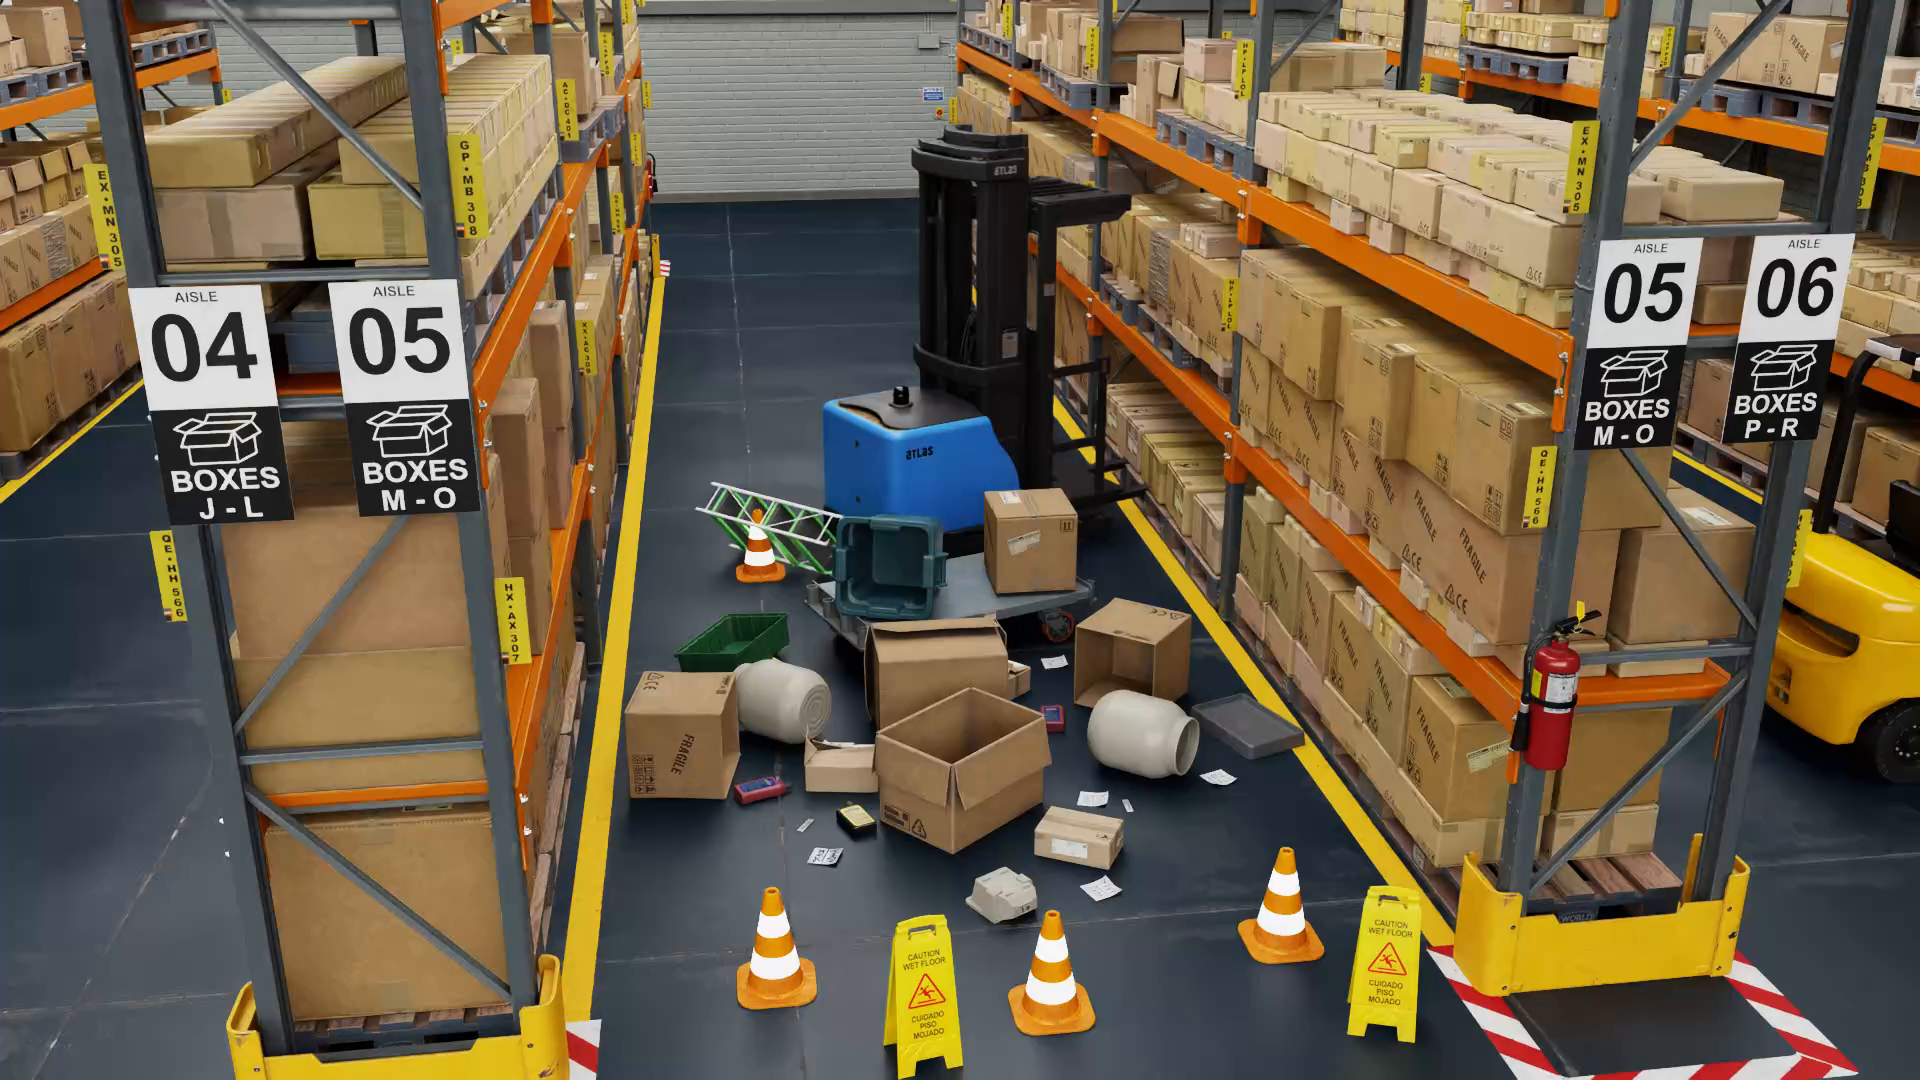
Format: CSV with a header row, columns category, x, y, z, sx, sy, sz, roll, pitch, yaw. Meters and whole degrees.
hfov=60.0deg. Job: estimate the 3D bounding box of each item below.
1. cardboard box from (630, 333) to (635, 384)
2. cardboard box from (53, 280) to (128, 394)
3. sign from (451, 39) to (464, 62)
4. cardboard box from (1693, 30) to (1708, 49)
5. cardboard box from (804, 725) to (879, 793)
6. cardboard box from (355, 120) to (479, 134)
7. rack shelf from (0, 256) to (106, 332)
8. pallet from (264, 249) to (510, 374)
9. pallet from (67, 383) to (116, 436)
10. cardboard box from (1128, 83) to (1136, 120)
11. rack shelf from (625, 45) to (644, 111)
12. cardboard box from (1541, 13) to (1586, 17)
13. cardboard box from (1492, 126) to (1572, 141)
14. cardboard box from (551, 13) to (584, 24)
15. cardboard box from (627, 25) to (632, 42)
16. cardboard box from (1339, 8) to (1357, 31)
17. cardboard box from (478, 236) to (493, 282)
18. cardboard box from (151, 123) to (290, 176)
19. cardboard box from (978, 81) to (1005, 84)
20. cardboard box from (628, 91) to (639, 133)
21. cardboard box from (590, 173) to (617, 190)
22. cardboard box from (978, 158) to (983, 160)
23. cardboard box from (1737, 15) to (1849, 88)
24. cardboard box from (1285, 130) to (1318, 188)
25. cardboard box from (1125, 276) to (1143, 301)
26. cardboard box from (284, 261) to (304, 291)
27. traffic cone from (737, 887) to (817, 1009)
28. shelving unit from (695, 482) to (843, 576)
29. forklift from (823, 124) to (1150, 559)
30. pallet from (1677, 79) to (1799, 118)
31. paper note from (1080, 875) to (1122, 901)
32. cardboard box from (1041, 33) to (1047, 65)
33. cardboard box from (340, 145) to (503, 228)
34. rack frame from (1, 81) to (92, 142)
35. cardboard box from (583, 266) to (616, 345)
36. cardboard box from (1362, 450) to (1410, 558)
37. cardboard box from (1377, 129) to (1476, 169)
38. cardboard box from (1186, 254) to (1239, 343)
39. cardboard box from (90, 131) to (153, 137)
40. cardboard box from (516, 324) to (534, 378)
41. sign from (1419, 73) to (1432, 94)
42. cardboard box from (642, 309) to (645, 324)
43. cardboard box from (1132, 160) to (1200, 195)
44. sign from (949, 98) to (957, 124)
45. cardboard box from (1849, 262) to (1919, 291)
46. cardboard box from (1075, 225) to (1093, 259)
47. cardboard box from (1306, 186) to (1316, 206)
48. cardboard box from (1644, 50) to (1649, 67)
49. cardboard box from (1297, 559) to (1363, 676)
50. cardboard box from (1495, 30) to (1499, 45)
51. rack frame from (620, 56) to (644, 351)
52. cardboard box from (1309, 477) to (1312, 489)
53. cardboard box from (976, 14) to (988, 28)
category,x,y,z,sx,sy,sz,roll,pitch,yaw
cardboard box,-3.271,-1.652,15.324,0.500,0.500,0.500,-3,21,-9
cardboard box,-8.525,-1.858,15.341,1.225,0.875,0.875,-4,21,-10
sign,-3.804,-3.638,12.643,0.100,0.325,0.005,-3,21,-8
cardboard box,6.741,-4.445,14.763,0.380,0.149,0.250,-3,21,-7
cardboard box,-0.620,1.151,8.755,0.396,0.266,0.258,1,20,2
cardboard box,-1.882,-1.370,5.787,0.380,0.149,0.250,-3,21,-7
rack shelf,-8.478,-2.157,14.733,1.077,0.370,4.000,-3,21,-8
pallet,-2.231,-0.867,6.090,1.003,0.211,1.213,-3,21,-8
pallet,-8.402,-1.194,15.111,1.003,0.211,1.213,-3,21,-8
cardboard box,1.530,-3.438,13.039,0.396,0.266,0.258,-3,21,-8
rack shelf,-4.132,-5.163,18.492,1.077,0.370,4.000,-3,21,-8
cardboard box,6.214,-5.337,17.121,0.380,0.149,0.250,-3,21,-9
cardboard box,2.732,-1.855,7.827,0.380,0.149,0.250,-2,21,-7
cardboard box,-3.203,-4.246,13.774,0.396,0.266,0.258,-3,21,-8
cardboard box,-3.802,-5.497,17.861,0.500,0.250,0.500,-3,21,-7
cardboard box,5.168,-6.630,21.182,0.500,0.250,0.500,-3,21,-8
cardboard box,-1.884,-1.001,5.939,0.380,0.149,0.250,-3,21,-7
cardboard box,-2.533,-1.338,5.700,0.380,0.149,0.250,-3,21,-7
cardboard box,0.419,-5.392,19.868,0.380,0.149,0.250,-3,21,-7
cardboard box,-3.872,-4.758,18.670,0.500,0.500,0.500,-4,21,-10
cardboard box,-3.518,-3.448,16.069,0.380,0.149,0.250,-4,21,-9
cardboard box,0.493,-4.414,19.605,0.500,0.500,0.500,-2,21,-6
cardboard box,6.563,-3.816,12.973,0.700,0.500,0.500,-3,21,-9
cardboard box,2.069,-2.047,8.911,0.500,0.250,0.500,-3,21,-8
cardboard box,1.500,-1.966,12.951,0.380,0.149,0.250,-3,21,-7
cardboard box,-2.533,-0.964,5.838,0.380,0.149,0.250,-3,21,-7
traffic cone,-0.785,1.686,7.041,0.336,0.463,0.334,-3,21,-8
shelving unit,-1.222,-0.056,11.554,1.200,0.503,0.258,15,66,34
forklift,0.526,-1.493,12.024,3.031,2.935,1.130,-13,24,-31
pallet,6.714,-3.640,13.656,1.213,0.211,1.003,-2,21,-5
paper note,0.664,1.632,7.802,0.148,0.019,0.142,-11,23,-26
cardboard box,0.957,-4.575,15.484,0.396,0.266,0.258,-1,21,-3
cardboard box,-2.004,-1.321,6.224,0.500,0.250,0.500,-3,21,-8
rack frame,-8.767,-3.187,16.461,1.000,3.000,0.127,-3,21,-8
cardboard box,-2.866,-1.749,12.468,0.500,0.500,0.500,-3,21,-8
cardboard box,2.283,-0.239,8.001,0.500,0.500,0.500,-3,21,-8
cardboard box,2.174,-1.824,7.746,0.380,0.149,0.250,-2,21,-6
cardboard box,1.827,-1.620,11.097,0.500,0.500,0.500,-3,21,-7
cardboard box,-8.646,-3.957,17.240,0.500,0.500,0.500,-3,21,-8
cardboard box,-2.535,-0.700,8.046,0.875,0.550,0.550,-3,21,-8
sign,2.729,-2.594,9.849,0.100,0.325,0.005,-3,21,-8
cardboard box,-3.578,-2.405,17.844,0.380,0.149,0.250,-4,21,-10
cardboard box,1.787,-3.000,14.389,0.500,0.500,0.500,-4,21,-10
sign,-0.087,-5.488,21.273,0.100,0.325,0.005,-3,21,-8
cardboard box,6.628,-1.886,11.910,0.380,0.149,0.250,-4,21,-9
cardboard box,1.295,-2.620,14.445,0.500,0.250,0.500,-3,21,-8
cardboard box,2.123,-1.910,9.115,0.380,0.149,0.250,-3,21,-8
cardboard box,6.220,-4.276,14.736,0.380,0.149,0.250,-3,21,-9
cardboard box,2.173,0.406,9.101,0.500,0.500,0.500,-2,21,-5
cardboard box,5.737,-5.172,17.105,0.380,0.149,0.250,-3,21,-7
rack frame,-3.844,-3.402,17.037,1.000,3.000,0.127,-3,21,-8
cardboard box,2.148,-0.320,9.146,0.380,0.149,0.250,-3,21,-8
cardboard box,0.393,-6.214,19.896,0.380,0.149,0.250,-2,21,-6
